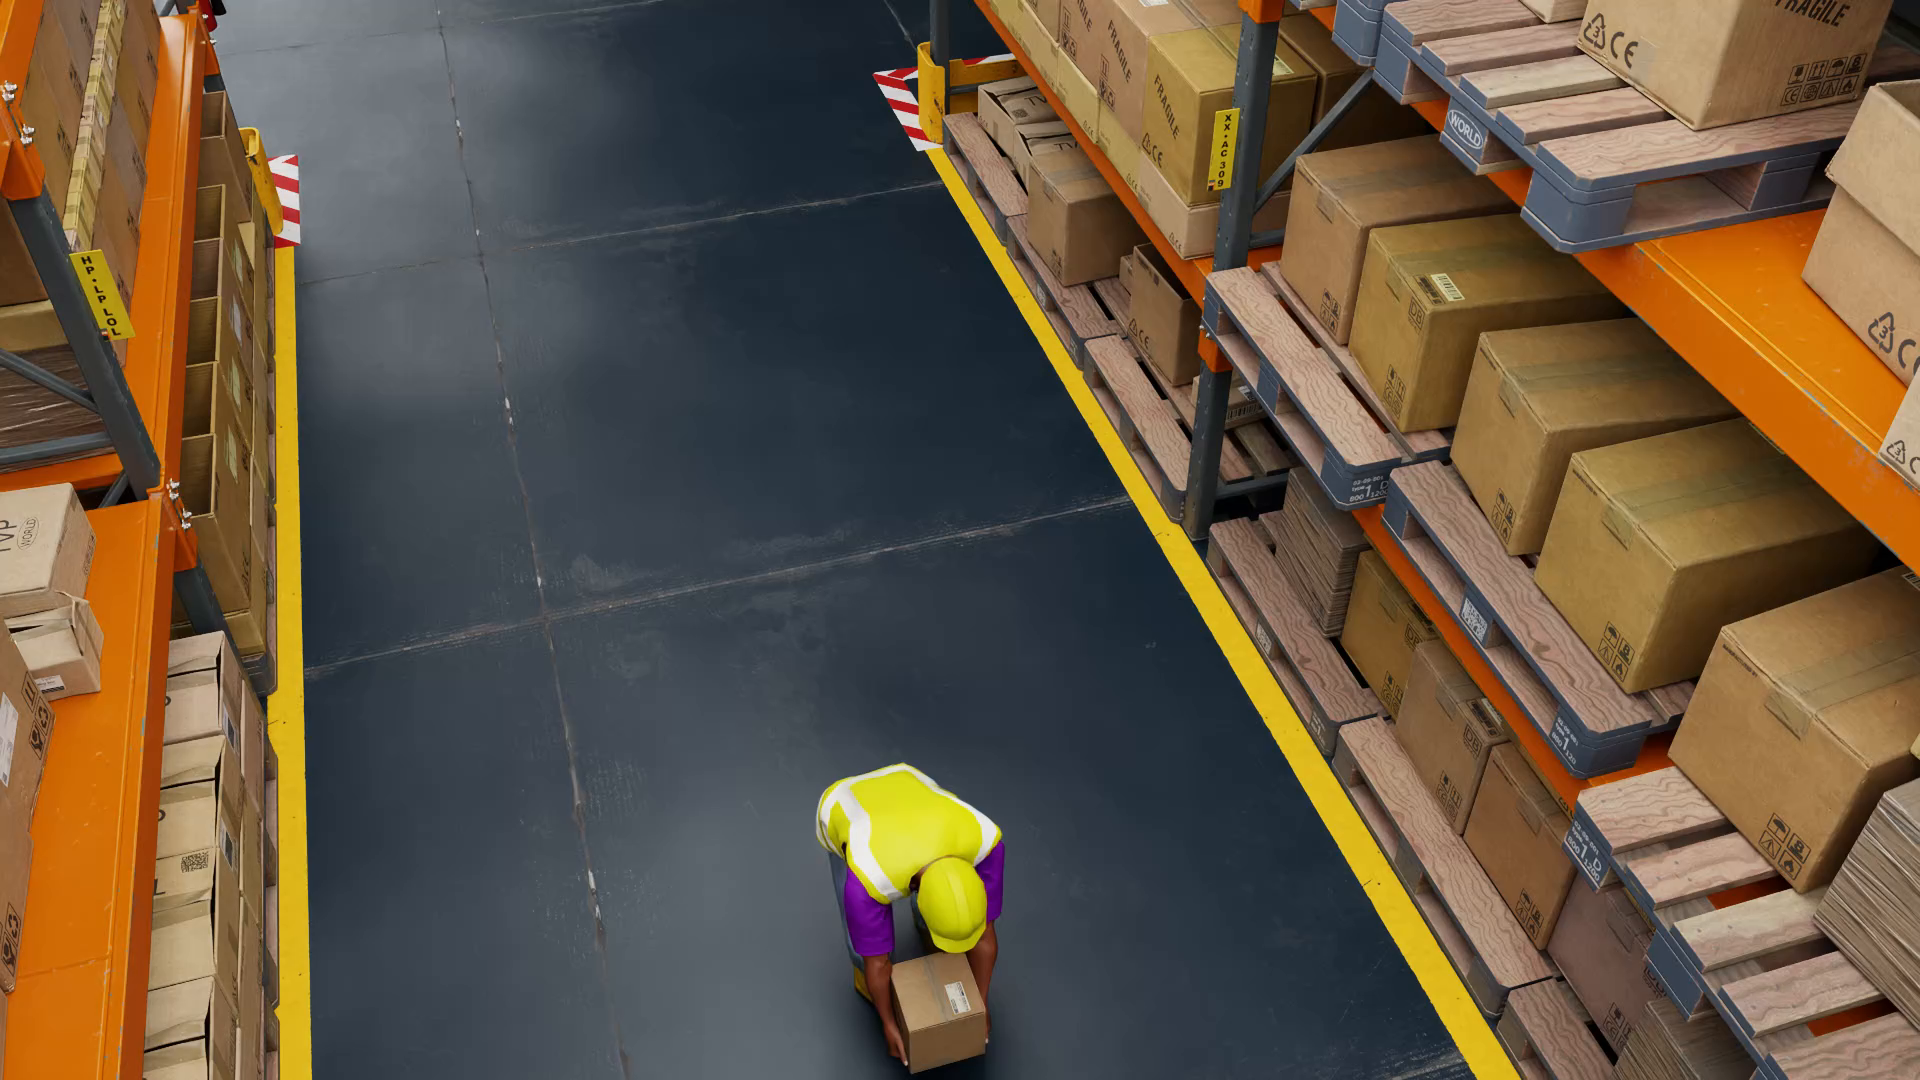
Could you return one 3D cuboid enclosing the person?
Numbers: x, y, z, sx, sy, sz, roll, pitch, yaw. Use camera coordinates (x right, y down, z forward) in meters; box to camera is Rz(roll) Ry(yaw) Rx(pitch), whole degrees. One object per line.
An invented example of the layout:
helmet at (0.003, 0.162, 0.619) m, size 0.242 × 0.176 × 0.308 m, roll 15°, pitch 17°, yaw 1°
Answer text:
person at (-0.144, 1.149, 5.435) m, size 0.536 × 1.011 × 0.904 m, roll -13°, pitch 44°, yaw -14°
